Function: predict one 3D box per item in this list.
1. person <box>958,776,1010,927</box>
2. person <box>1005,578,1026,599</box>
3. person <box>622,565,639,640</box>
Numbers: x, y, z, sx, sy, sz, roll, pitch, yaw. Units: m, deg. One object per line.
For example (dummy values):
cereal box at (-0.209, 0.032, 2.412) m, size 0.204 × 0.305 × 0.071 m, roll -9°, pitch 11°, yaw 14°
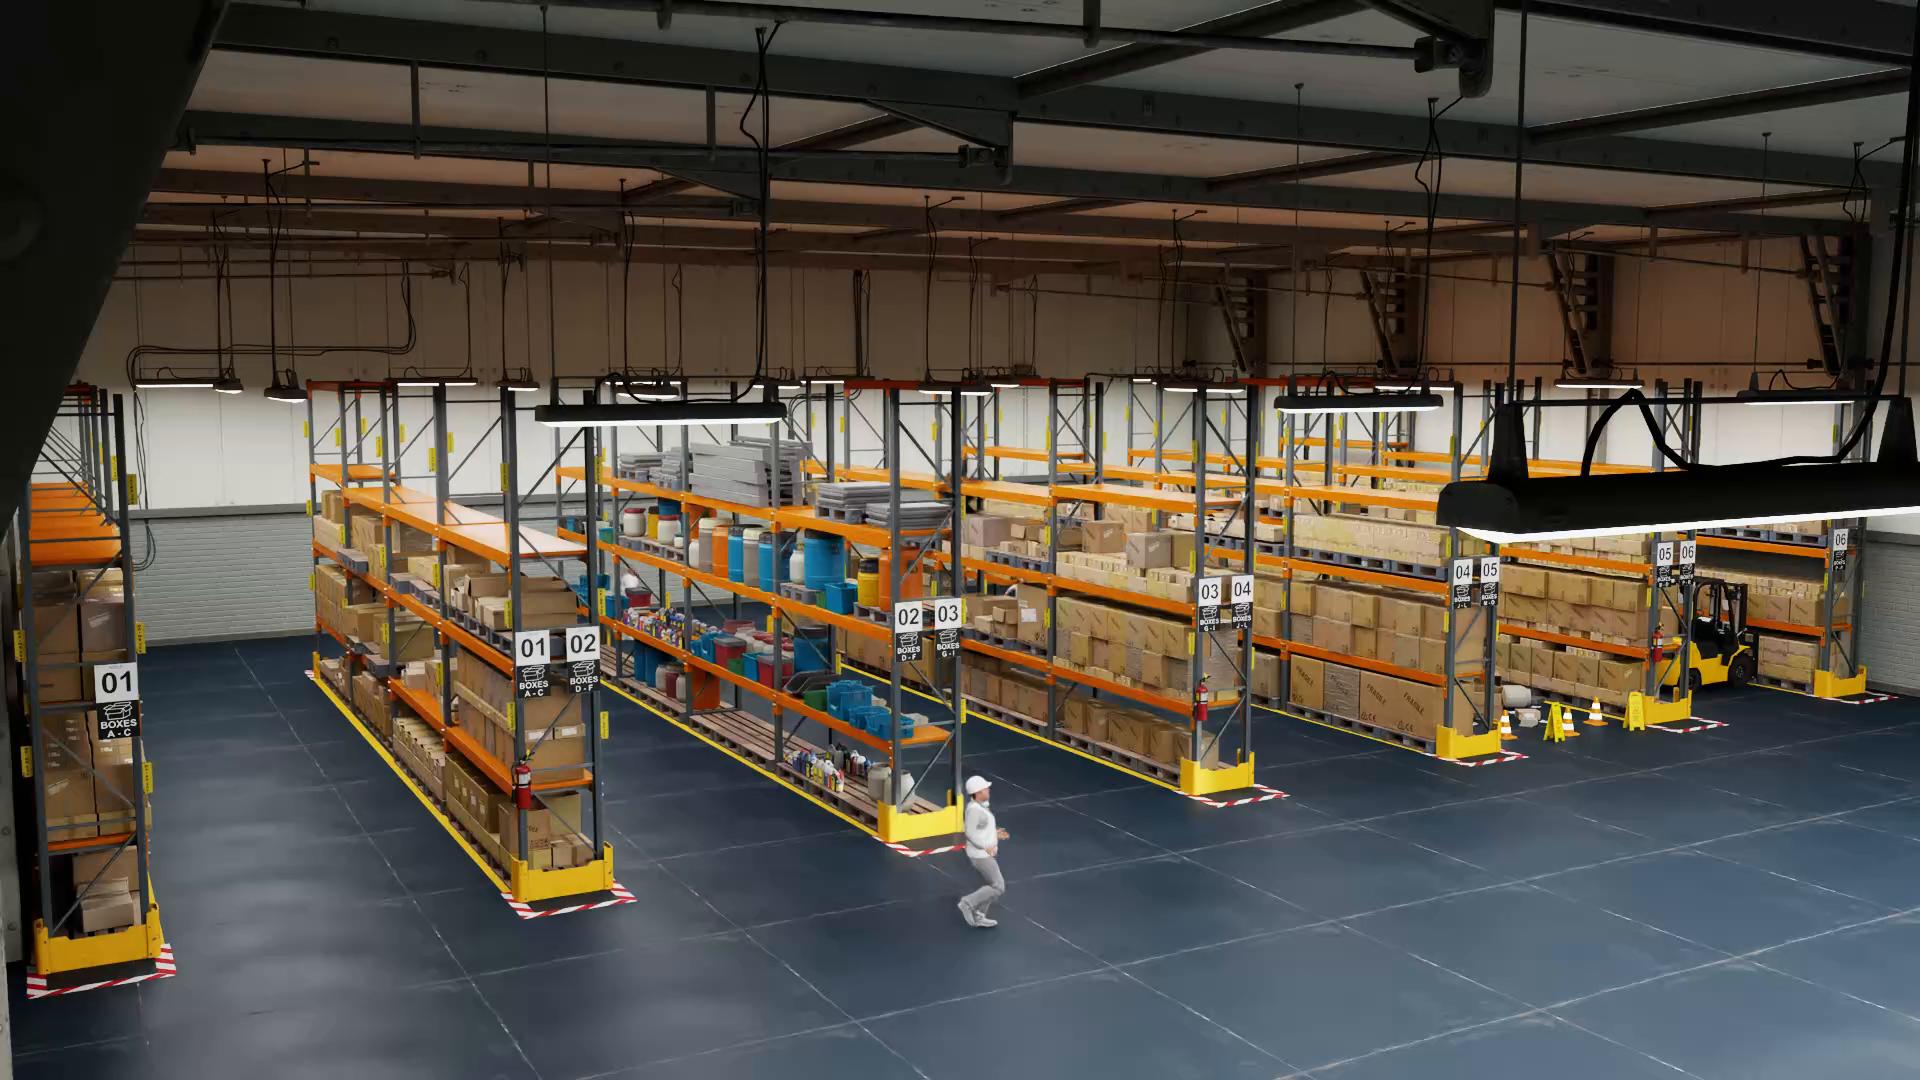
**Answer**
person at (0.269, 3.493, 18.624) m, size 0.599 × 1.723 × 0.655 m, roll 0°, pitch 6°, yaw -1°
person at (1.300, 1.511, 35.106) m, size 0.554 × 1.683 × 0.885 m, roll -4°, pitch 7°, yaw -30°
person at (-7.497, 1.419, 38.109) m, size 0.692 × 1.735 × 0.694 m, roll -2°, pitch 6°, yaw -17°
